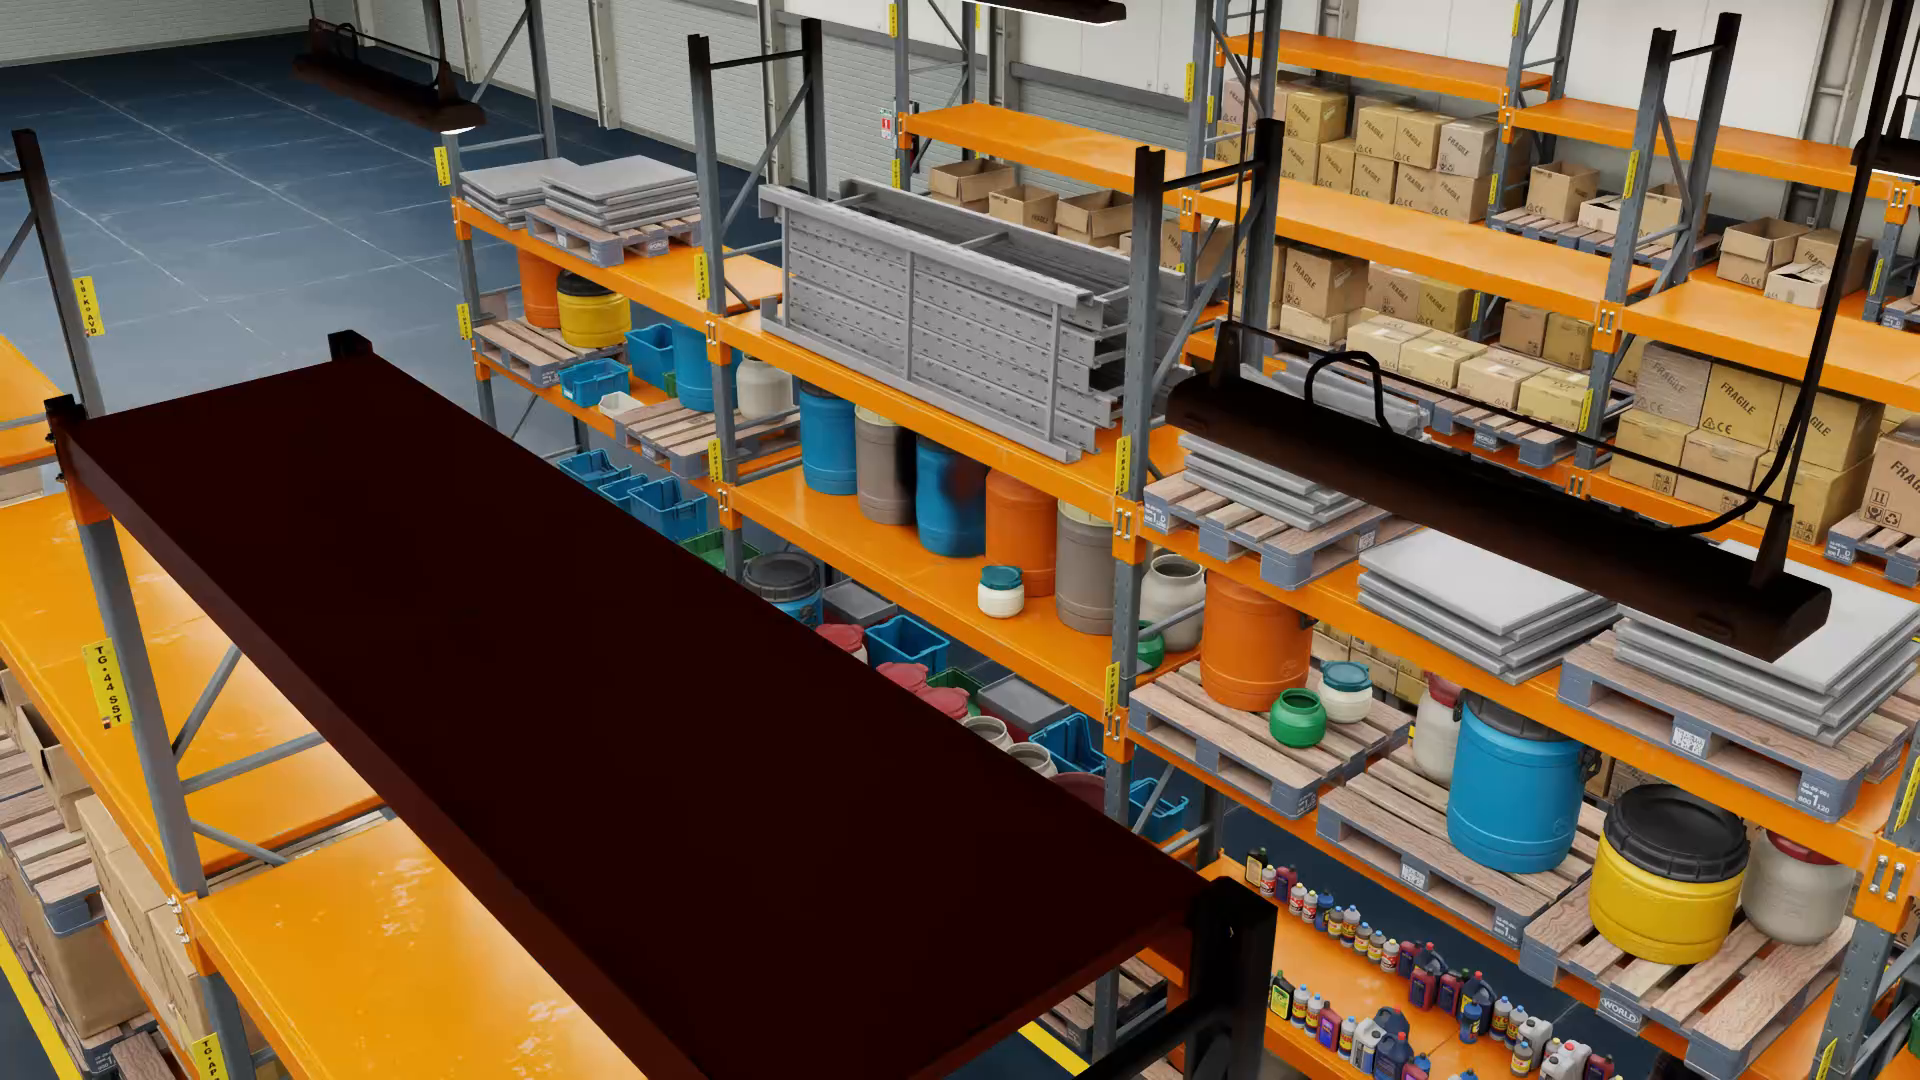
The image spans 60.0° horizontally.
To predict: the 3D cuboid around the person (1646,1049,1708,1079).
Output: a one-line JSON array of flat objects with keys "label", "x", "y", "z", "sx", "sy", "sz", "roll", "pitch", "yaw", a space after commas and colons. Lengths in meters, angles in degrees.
[{"label": "person", "x": 4.359, "y": 3.009, "z": 9.821, "sx": 0.654, "sy": 1.702, "sz": 0.992, "roll": -19, "pitch": 33, "yaw": -33}]
